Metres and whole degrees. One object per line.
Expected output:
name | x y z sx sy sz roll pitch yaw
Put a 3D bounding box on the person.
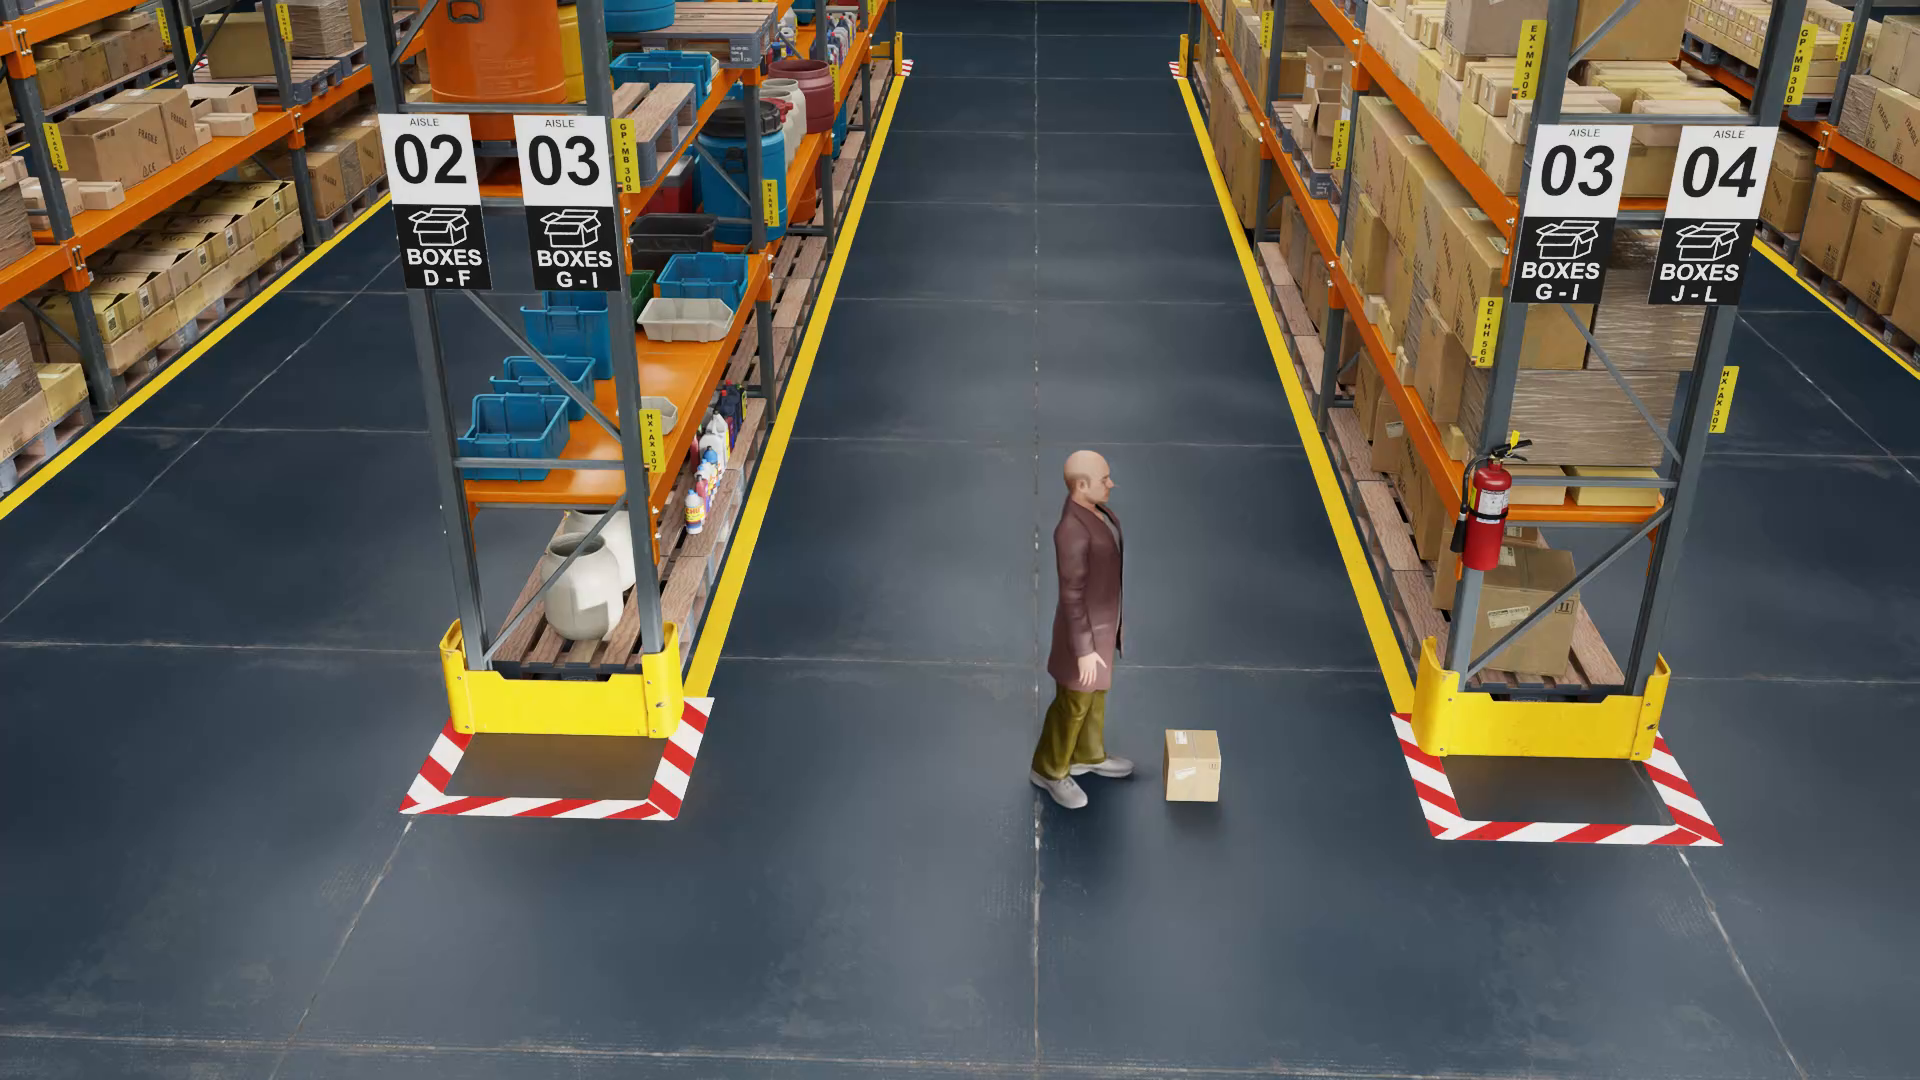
person | 0.596 0.506 7.867 0.495 1.577 0.643 6 28 12
